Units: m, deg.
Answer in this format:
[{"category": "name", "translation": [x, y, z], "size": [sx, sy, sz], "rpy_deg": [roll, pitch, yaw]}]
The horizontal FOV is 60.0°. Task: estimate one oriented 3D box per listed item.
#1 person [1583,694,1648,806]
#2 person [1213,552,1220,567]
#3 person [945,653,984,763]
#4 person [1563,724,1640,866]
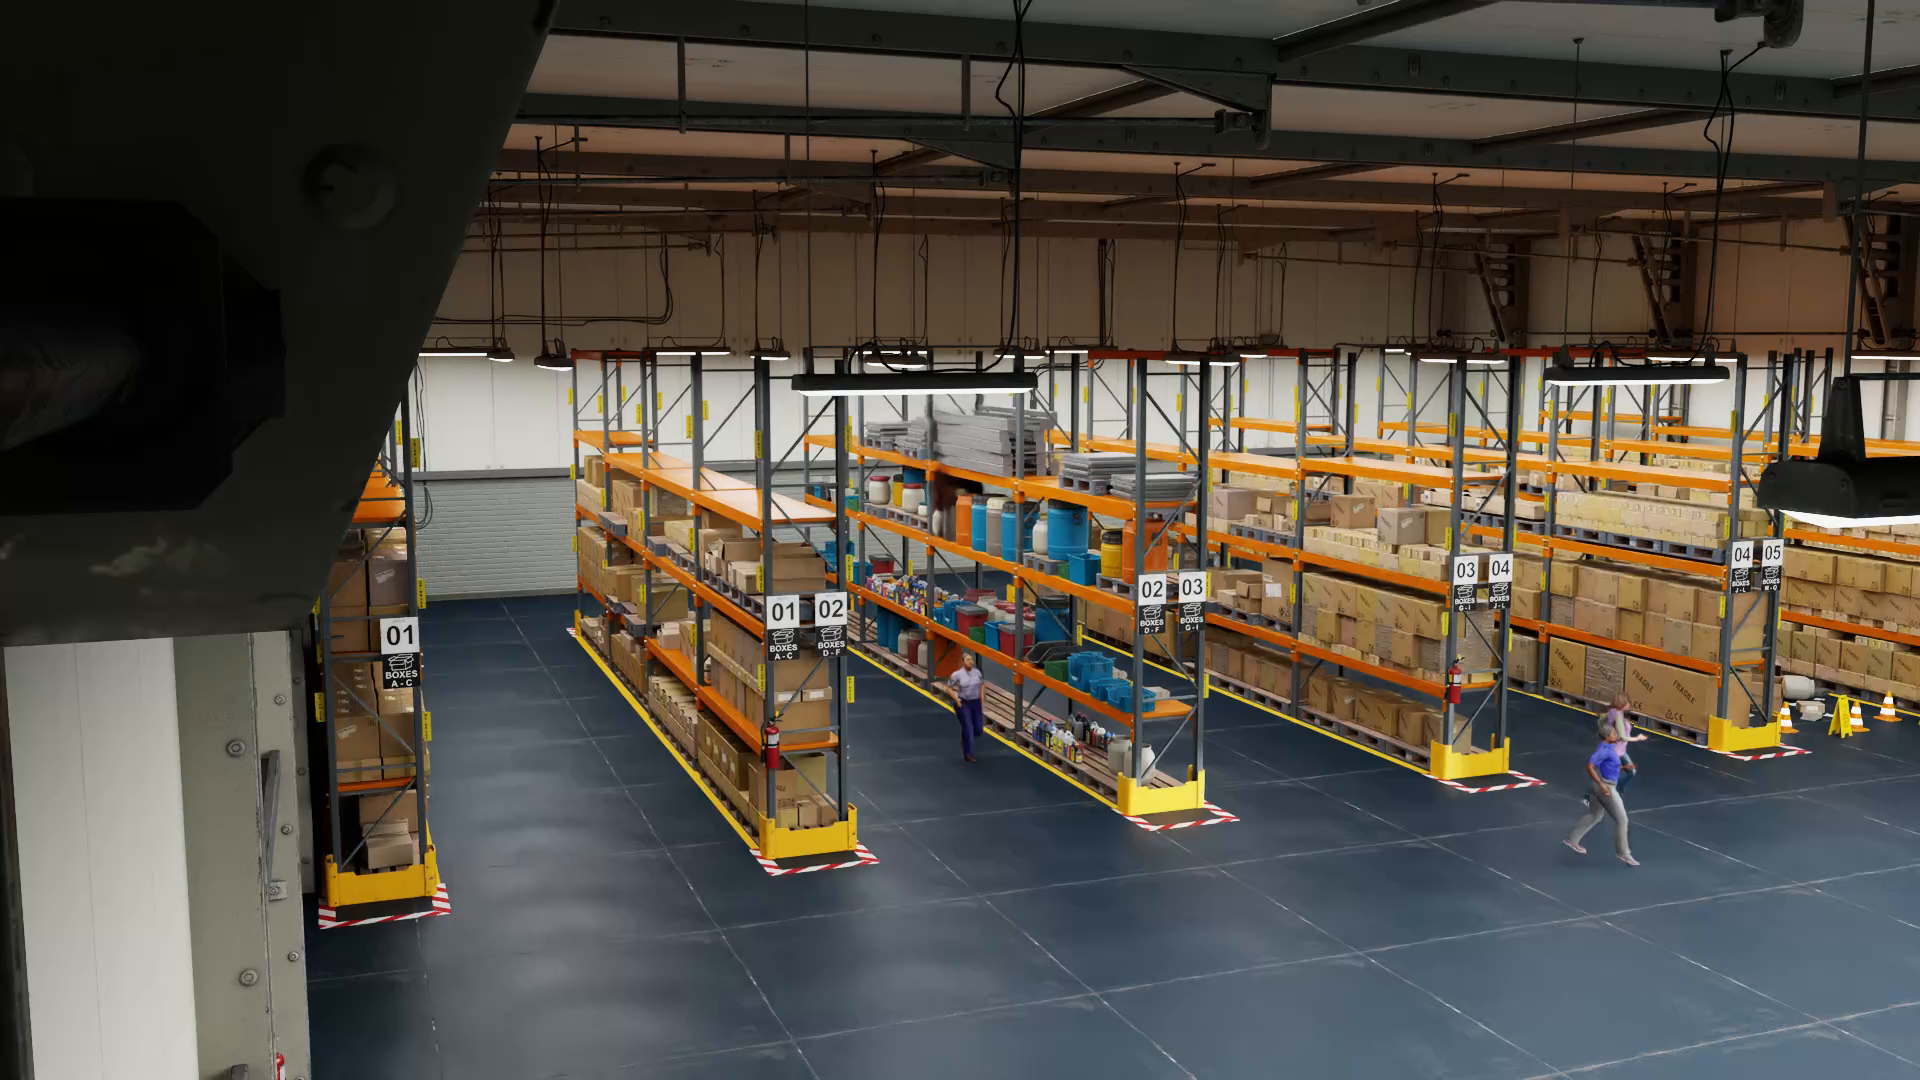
[{"category": "person", "translation": [8.652, 2.820, 21.938], "size": [0.761, 1.620, 0.501], "rpy_deg": [3, 8, 22]}, {"category": "person", "translation": [6.553, 0.300, 41.753], "size": [0.766, 1.706, 0.706], "rpy_deg": [-2, 7, -17]}, {"category": "person", "translation": [0.097, 2.469, 24.741], "size": [0.613, 1.599, 0.688], "rpy_deg": [-3, 8, -26]}, {"category": "person", "translation": [7.715, 3.039, 19.899], "size": [0.843, 1.677, 0.562], "rpy_deg": [1, 7, 11]}]
